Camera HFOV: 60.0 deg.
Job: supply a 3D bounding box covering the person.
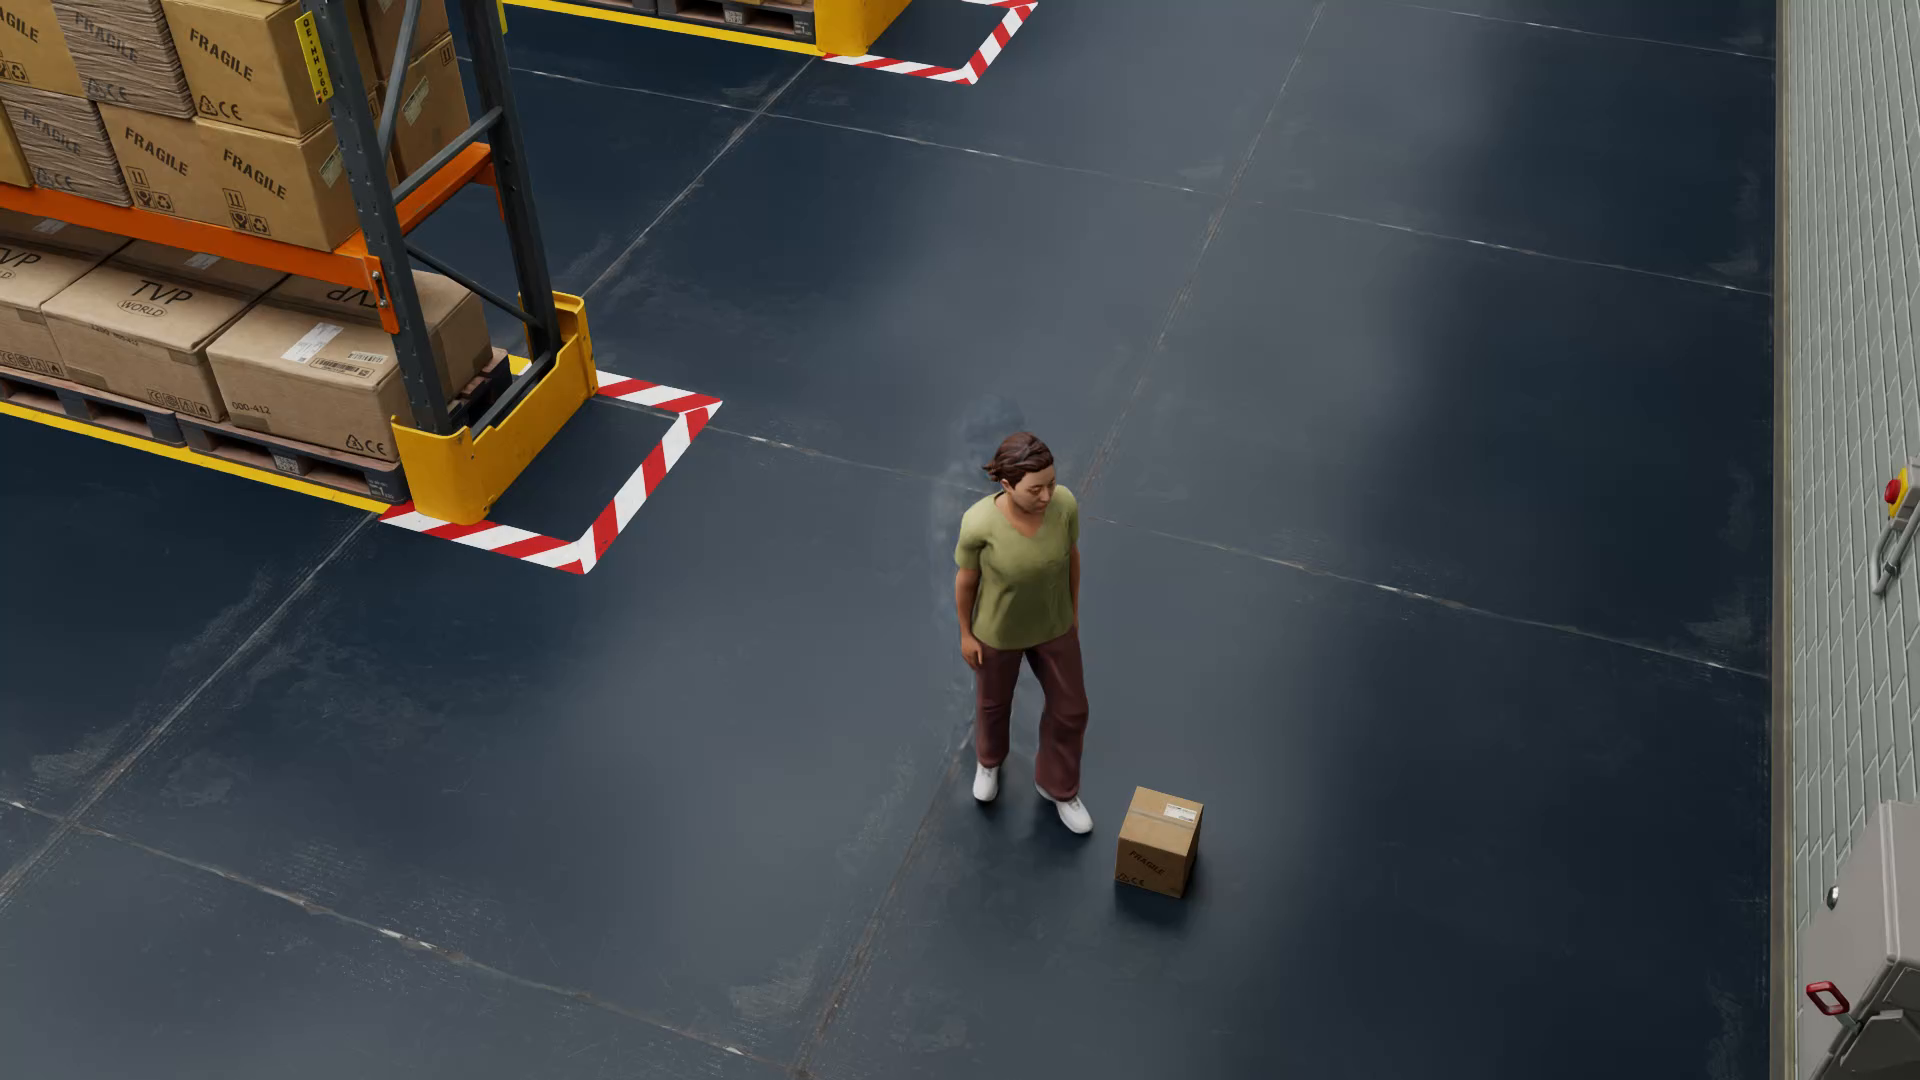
[{"bbox_3d":[0.224,0.349,5.769,0.453,1.641,0.525,-10,43,-11],"label":"person"}]
